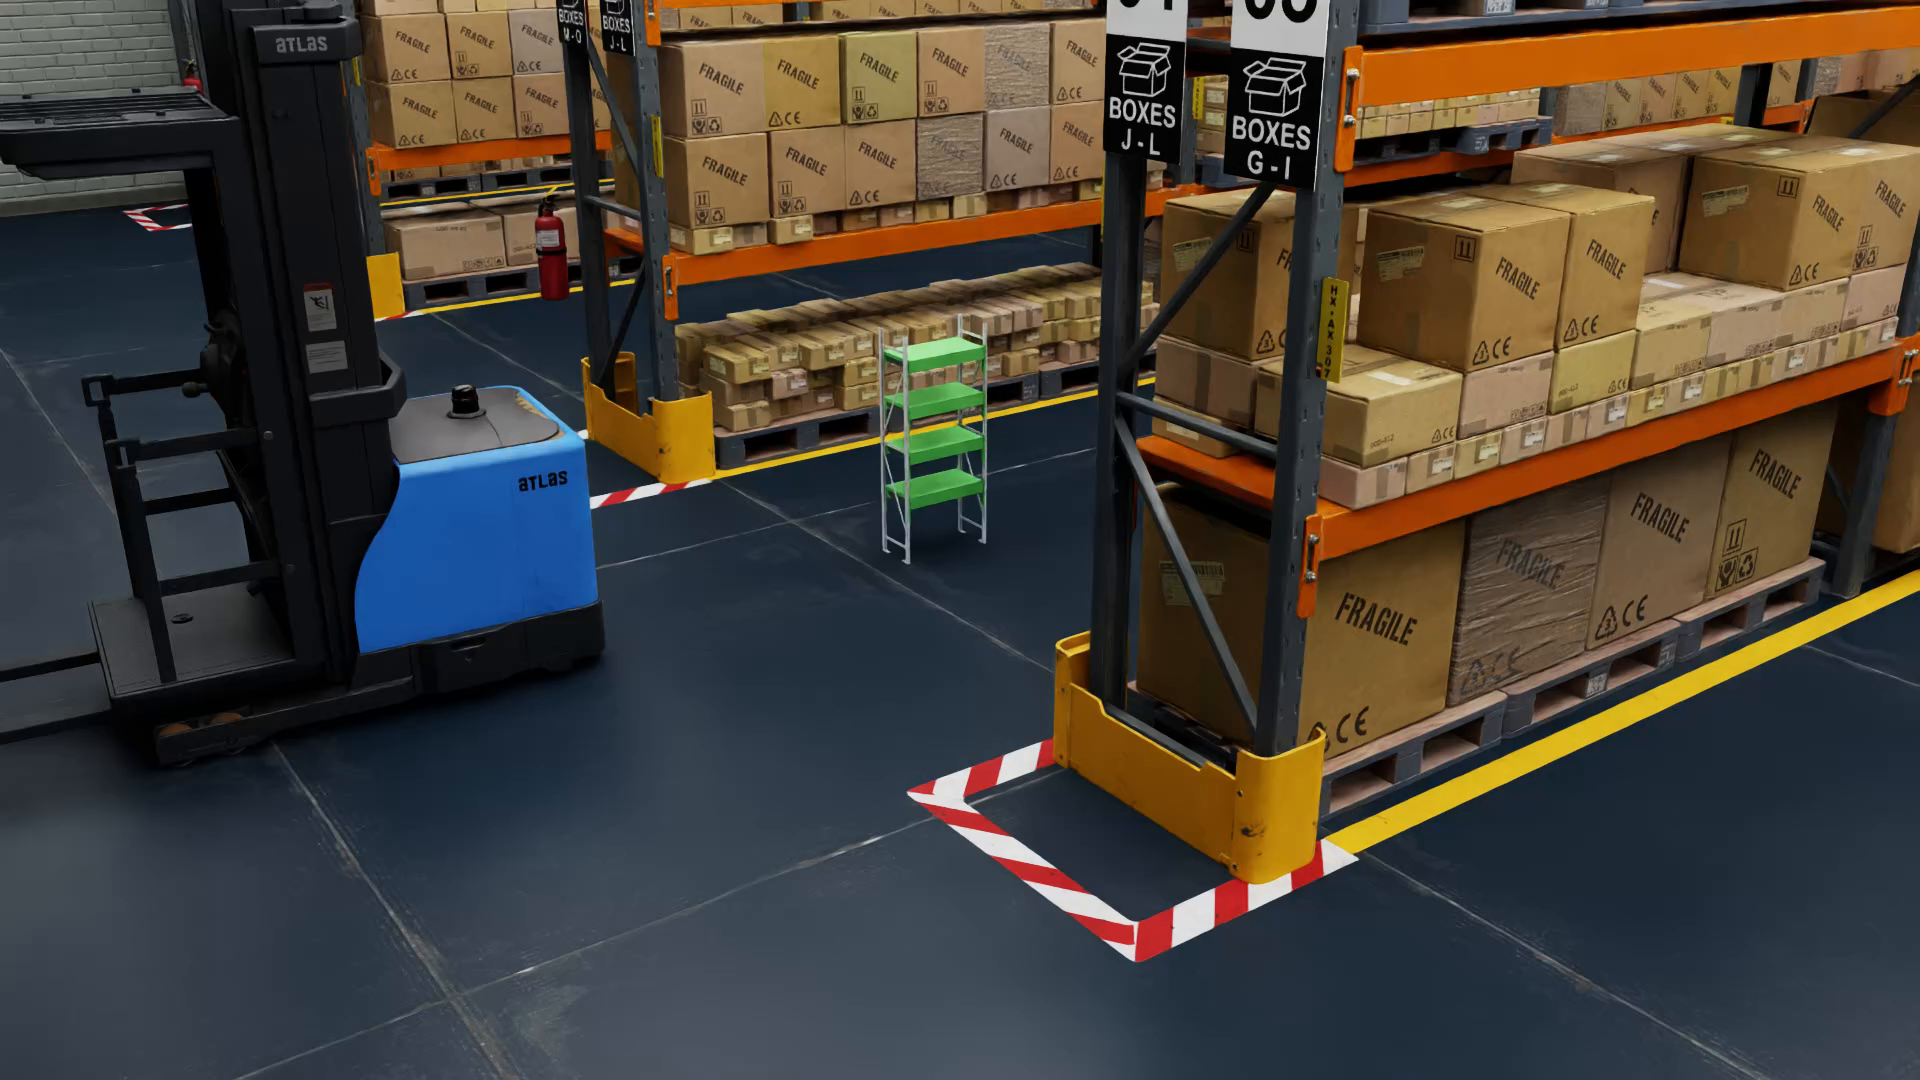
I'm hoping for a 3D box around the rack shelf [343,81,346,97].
[{"bbox_3d":[-6.217,-4.961,18.252,4.000,0.370,1.077,-15,26,-33],"label":"rack shelf"}]

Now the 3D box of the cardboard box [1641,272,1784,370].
[{"bbox_3d":[3.058,-0.925,6.968,0.500,0.250,0.500,-14,26,-32],"label":"cardboard box"}]

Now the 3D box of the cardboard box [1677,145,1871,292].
[{"bbox_3d":[3.470,-1.384,7.106,0.500,0.500,0.500,-15,26,-32],"label":"cardboard box"}]

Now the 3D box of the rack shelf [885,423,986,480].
[{"bbox_3d":[-0.134,-0.462,8.608,0.480,0.148,0.258,-15,26,-33],"label":"rack shelf"}]

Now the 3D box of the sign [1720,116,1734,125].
[{"bbox_3d":[3.771,-1.916,8.196,0.005,0.325,0.100,-15,26,-33],"label":"sign"}]

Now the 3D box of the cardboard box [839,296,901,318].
[{"bbox_3d":[-0.599,-1.507,11.104,0.250,0.149,0.380,-16,27,-35],"label":"cardboard box"}]

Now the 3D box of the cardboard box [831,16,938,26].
[{"bbox_3d":[-0.484,-3.066,10.646,0.500,0.500,0.500,-16,27,-35],"label":"cardboard box"}]

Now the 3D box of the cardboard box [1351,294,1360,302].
[{"bbox_3d":[1.913,-0.861,6.809,0.500,0.250,0.500,-16,27,-35],"label":"cardboard box"}]

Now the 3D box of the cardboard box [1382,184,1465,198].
[{"bbox_3d":[3.723,-2.677,13.352,0.500,0.250,0.500,-14,26,-32],"label":"cardboard box"}]

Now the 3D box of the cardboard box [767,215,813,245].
[{"bbox_3d":[-1.079,-1.867,9.866,0.250,0.149,0.380,-16,27,-34],"label":"cardboard box"}]

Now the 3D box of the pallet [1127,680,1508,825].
[{"bbox_3d":[1.452,0.710,6.832,1.213,0.211,1.003,-15,26,-33],"label":"pallet"}]

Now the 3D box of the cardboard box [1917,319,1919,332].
[{"bbox_3d":[4.615,-1.325,8.034,0.500,0.500,0.500,-15,26,-33],"label":"cardboard box"}]

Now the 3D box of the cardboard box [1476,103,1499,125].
[{"bbox_3d":[3.985,-3.358,13.037,0.250,0.149,0.380,-14,26,-32],"label":"cardboard box"}]

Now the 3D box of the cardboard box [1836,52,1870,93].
[{"bbox_3d":[8.501,-4.779,16.622,0.550,0.550,0.875,-15,26,-33],"label":"cardboard box"}]

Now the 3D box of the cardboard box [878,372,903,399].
[{"bbox_3d":[-0.568,-1.034,10.720,0.250,0.149,0.380,-15,26,-33],"label":"cardboard box"}]

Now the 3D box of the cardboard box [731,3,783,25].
[{"bbox_3d":[-1.913,-4.561,14.795,0.500,0.500,0.500,-15,26,-33],"label":"cardboard box"}]

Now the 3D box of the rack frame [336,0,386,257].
[{"bbox_3d":[-4.939,-3.370,13.294,0.127,3.000,1.000,-15,26,-33],"label":"rack frame"}]

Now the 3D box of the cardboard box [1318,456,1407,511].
[{"bbox_3d":[1.330,-0.249,5.812,0.250,0.149,0.380,-15,26,-32],"label":"cardboard box"}]

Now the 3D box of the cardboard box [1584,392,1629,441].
[{"bbox_3d":[2.372,-0.528,6.512,0.250,0.149,0.380,-15,26,-33],"label":"cardboard box"}]

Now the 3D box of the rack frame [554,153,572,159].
[{"bbox_3d":[-4.594,-5.728,19.204,0.127,3.000,1.000,-15,26,-33],"label":"rack frame"}]

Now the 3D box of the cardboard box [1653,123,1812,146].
[{"bbox_3d":[3.558,-1.644,7.759,0.500,0.500,0.500,-15,26,-33],"label":"cardboard box"}]

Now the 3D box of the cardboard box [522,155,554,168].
[{"bbox_3d":[-4.874,-4.390,19.130,0.250,0.149,0.380,-16,27,-34],"label":"cardboard box"}]

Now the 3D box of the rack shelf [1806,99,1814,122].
[{"bbox_3d":[9.399,-4.599,17.344,4.000,0.370,1.077,-15,26,-33],"label":"rack shelf"}]

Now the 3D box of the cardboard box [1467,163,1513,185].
[{"bbox_3d":[5.075,-2.889,14.557,0.750,0.750,1.050,-15,26,-34],"label":"cardboard box"}]

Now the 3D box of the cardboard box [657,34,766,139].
[{"bbox_3d":[-1.446,-2.569,9.401,0.500,0.500,0.500,-15,26,-33],"label":"cardboard box"}]

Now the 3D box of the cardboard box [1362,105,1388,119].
[{"bbox_3d":[2.932,-3.217,12.282,0.250,0.149,0.380,-15,26,-34],"label":"cardboard box"}]

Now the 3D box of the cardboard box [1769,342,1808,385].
[{"bbox_3d":[3.414,-0.806,7.208,0.250,0.149,0.380,-14,26,-32],"label":"cardboard box"}]

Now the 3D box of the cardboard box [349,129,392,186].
[{"bbox_3d":[-6.572,-4.173,18.114,0.500,0.500,0.700,-14,26,-31],"label":"cardboard box"}]

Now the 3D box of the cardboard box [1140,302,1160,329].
[{"bbox_3d":[1.211,-1.613,11.771,0.250,0.149,0.380,-14,26,-32],"label":"cardboard box"}]

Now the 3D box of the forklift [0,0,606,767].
[{"bbox_3d":[-3.130,-0.680,6.645,3.031,2.935,1.130,-12,25,-28],"label":"forklift"}]

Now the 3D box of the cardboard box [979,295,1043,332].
[{"bbox_3d":[0.340,-1.518,11.130,0.250,0.149,0.380,-16,27,-35],"label":"cardboard box"}]

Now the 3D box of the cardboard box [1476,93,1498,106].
[{"bbox_3d":[3.965,-3.491,12.967,0.250,0.149,0.380,-14,26,-32],"label":"cardboard box"}]

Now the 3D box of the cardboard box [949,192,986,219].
[{"bbox_3d":[-0.041,-2.159,10.599,0.250,0.149,0.380,-14,26,-32],"label":"cardboard box"}]

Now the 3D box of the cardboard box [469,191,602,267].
[{"bbox_3d":[-3.723,-2.748,14.627,0.875,0.438,0.875,-14,26,-31],"label":"cardboard box"}]

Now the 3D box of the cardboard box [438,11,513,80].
[{"bbox_3d":[-3.967,-4.013,13.421,0.500,0.500,0.500,-16,27,-34],"label":"cardboard box"}]

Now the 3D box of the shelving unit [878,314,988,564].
[{"bbox_3d":[-0.134,-0.521,8.584,0.503,1.200,0.258,-15,26,-33],"label":"shelving unit"}]

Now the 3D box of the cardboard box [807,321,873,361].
[{"bbox_3d":[-0.756,-1.251,10.462,0.250,0.149,0.380,-16,27,-35],"label":"cardboard box"}]

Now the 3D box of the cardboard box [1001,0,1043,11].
[{"bbox_3d":[0.470,-5.202,16.403,0.500,0.500,0.500,-15,26,-33],"label":"cardboard box"}]

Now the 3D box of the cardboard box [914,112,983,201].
[{"bbox_3d":[-0.205,-2.439,10.425,0.500,0.500,0.500,-16,27,-34],"label":"cardboard box"}]

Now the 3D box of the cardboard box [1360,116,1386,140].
[{"bbox_3d":[2.927,-3.078,12.334,0.250,0.149,0.380,-15,26,-34],"label":"cardboard box"}]

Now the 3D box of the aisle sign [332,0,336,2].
[{"bbox_3d":[-4.828,-4.474,12.554,0.004,0.787,0.394,-15,26,-33],"label":"aisle sign"}]

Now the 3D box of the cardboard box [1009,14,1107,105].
[{"bbox_3d":[0.641,-3.121,10.784,0.500,0.500,0.500,-16,27,-34],"label":"cardboard box"}]

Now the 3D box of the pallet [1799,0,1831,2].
[{"bbox_3d":[3.426,-2.432,7.016,1.213,0.211,1.003,-15,26,-33],"label":"pallet"}]

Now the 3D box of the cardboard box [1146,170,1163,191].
[{"bbox_3d":[1.186,-2.519,11.501,0.250,0.149,0.380,-15,26,-33],"label":"cardboard box"}]

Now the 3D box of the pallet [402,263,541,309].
[{"bbox_3d":[-4.335,-2.271,14.303,1.213,0.211,1.003,-15,26,-33],"label":"pallet"}]

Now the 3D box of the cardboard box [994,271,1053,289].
[{"bbox_3d":[0.446,-1.792,11.817,0.250,0.149,0.380,-15,26,-34],"label":"cardboard box"}]

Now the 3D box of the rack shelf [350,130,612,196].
[{"bbox_3d":[-3.315,-3.468,14.512,4.000,0.370,1.077,-15,26,-33],"label":"rack shelf"}]

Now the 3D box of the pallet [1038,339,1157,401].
[{"bbox_3d":[0.757,-1.317,11.912,1.213,0.211,1.003,-15,26,-33],"label":"pallet"}]

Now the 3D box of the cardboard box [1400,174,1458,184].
[{"bbox_3d":[3.827,-2.940,14.011,0.500,0.250,0.500,-16,27,-35],"label":"cardboard box"}]

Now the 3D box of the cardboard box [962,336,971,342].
[{"bbox_3d":[-0.135,-1.305,10.998,0.250,0.149,0.380,-14,25,-30],"label":"cardboard box"}]

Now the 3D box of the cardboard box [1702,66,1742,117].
[{"bbox_3d":[6.687,-4.134,15.074,0.500,0.500,0.500,-15,26,-32],"label":"cardboard box"}]

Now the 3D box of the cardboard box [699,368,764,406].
[{"bbox_3d":[-1.390,-0.948,10.102,0.250,0.149,0.380,-14,26,-31],"label":"cardboard box"}]

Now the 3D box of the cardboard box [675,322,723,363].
[{"bbox_3d":[-1.684,-1.240,10.435,0.250,0.149,0.380,-15,26,-32],"label":"cardboard box"}]

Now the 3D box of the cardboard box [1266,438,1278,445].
[{"bbox_3d":[1.156,-0.505,6.452,0.250,0.149,0.380,-15,26,-32],"label":"cardboard box"}]

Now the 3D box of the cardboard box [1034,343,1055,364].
[{"bbox_3d":[0.441,-1.324,11.446,0.250,0.149,0.380,-16,27,-34],"label":"cardboard box"}]

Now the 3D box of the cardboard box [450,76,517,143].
[{"bbox_3d":[-3.987,-3.552,13.614,0.500,0.500,0.500,-15,26,-34],"label":"cardboard box"}]

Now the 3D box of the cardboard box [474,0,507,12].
[{"bbox_3d":[-3.836,-4.338,13.360,0.250,0.149,0.380,-16,27,-35],"label":"cardboard box"}]

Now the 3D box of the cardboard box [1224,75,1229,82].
[{"bbox_3d":[1.922,-3.382,12.295,0.250,0.149,0.380,-16,27,-35],"label":"cardboard box"}]

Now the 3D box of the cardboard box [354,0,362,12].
[{"bbox_3d":[-4.764,-4.320,13.315,0.250,0.149,0.380,-15,26,-32],"label":"cardboard box"}]

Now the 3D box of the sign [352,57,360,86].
[{"bbox_3d":[-4.619,-3.640,12.697,0.005,0.325,0.100,-15,26,-33],"label":"sign"}]
